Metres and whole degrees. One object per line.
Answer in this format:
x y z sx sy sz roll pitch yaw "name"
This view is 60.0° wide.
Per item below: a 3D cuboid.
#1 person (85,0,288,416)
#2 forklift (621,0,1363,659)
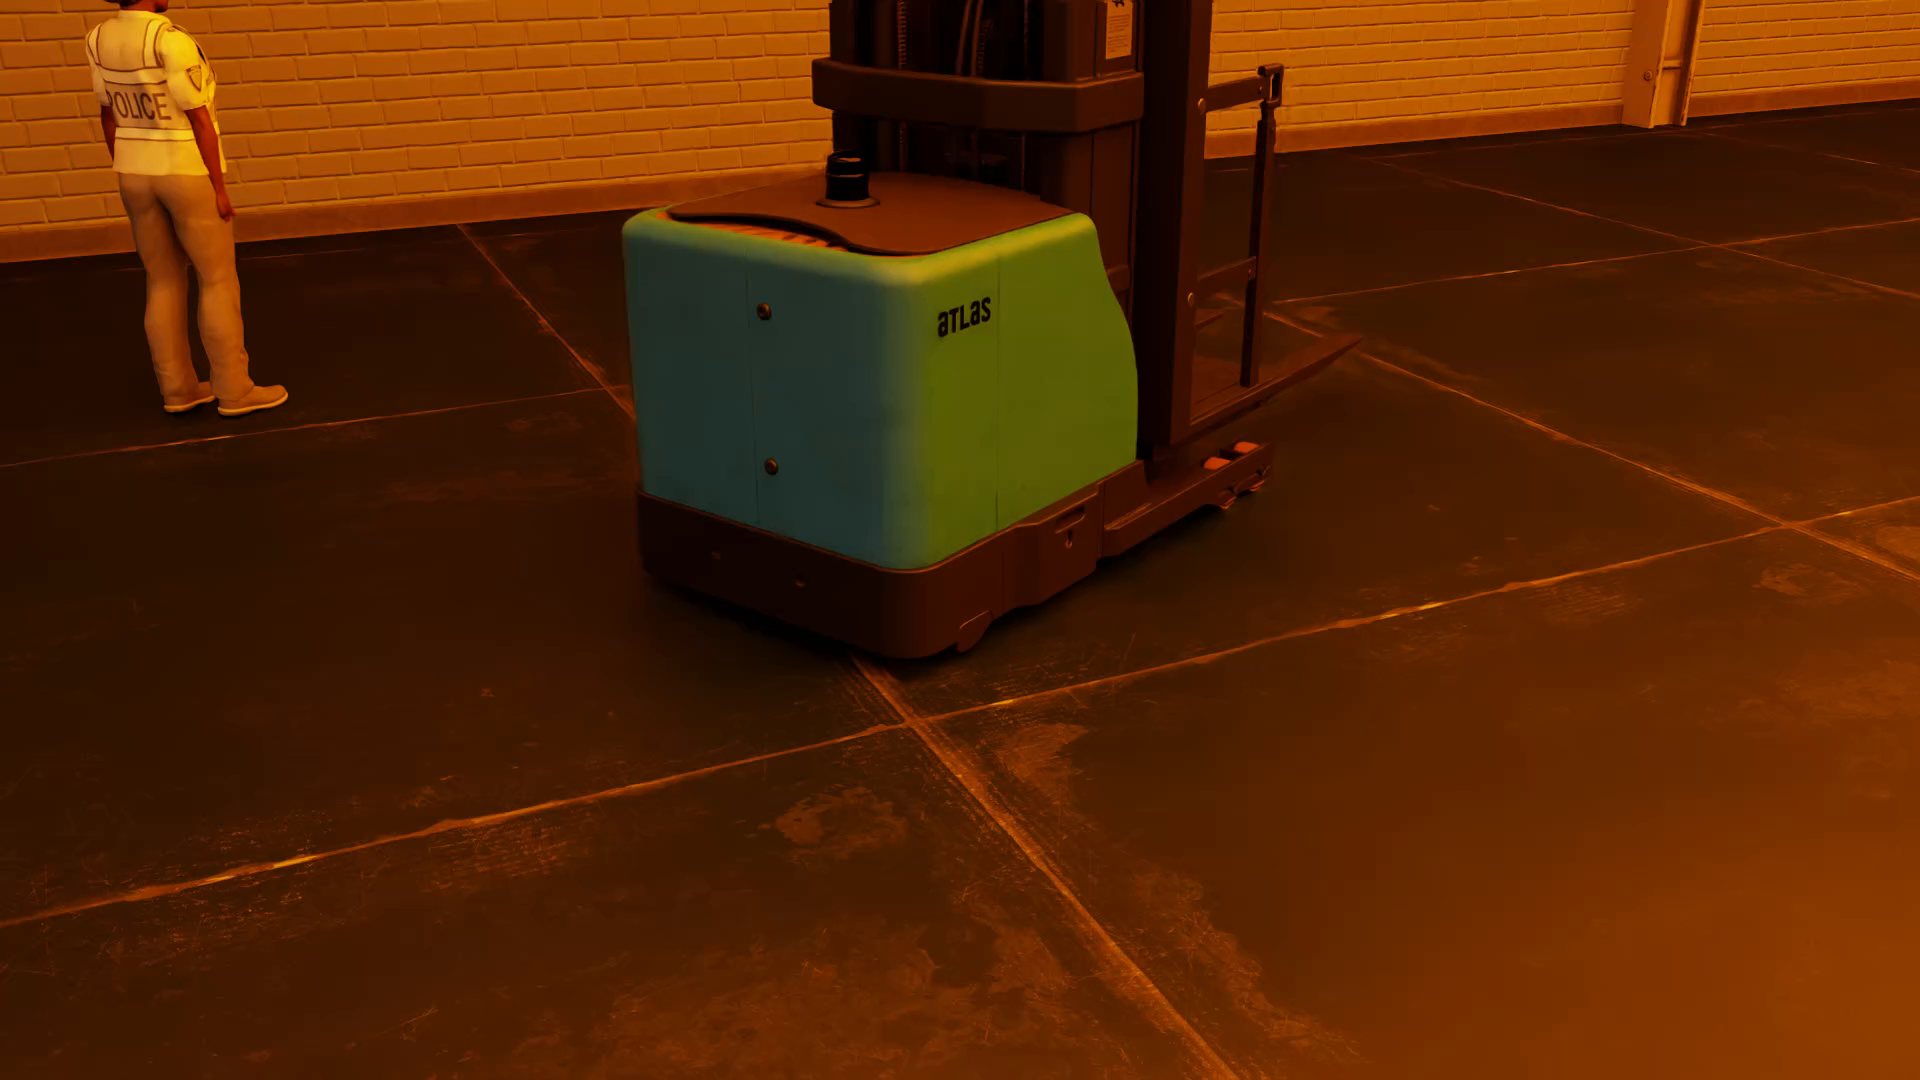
-2.824 -1.286 6.005 0.446 1.692 0.339 6 23 14 "person"
0.380 -1.554 5.027 1.130 2.935 3.031 16 28 34 "forklift"
